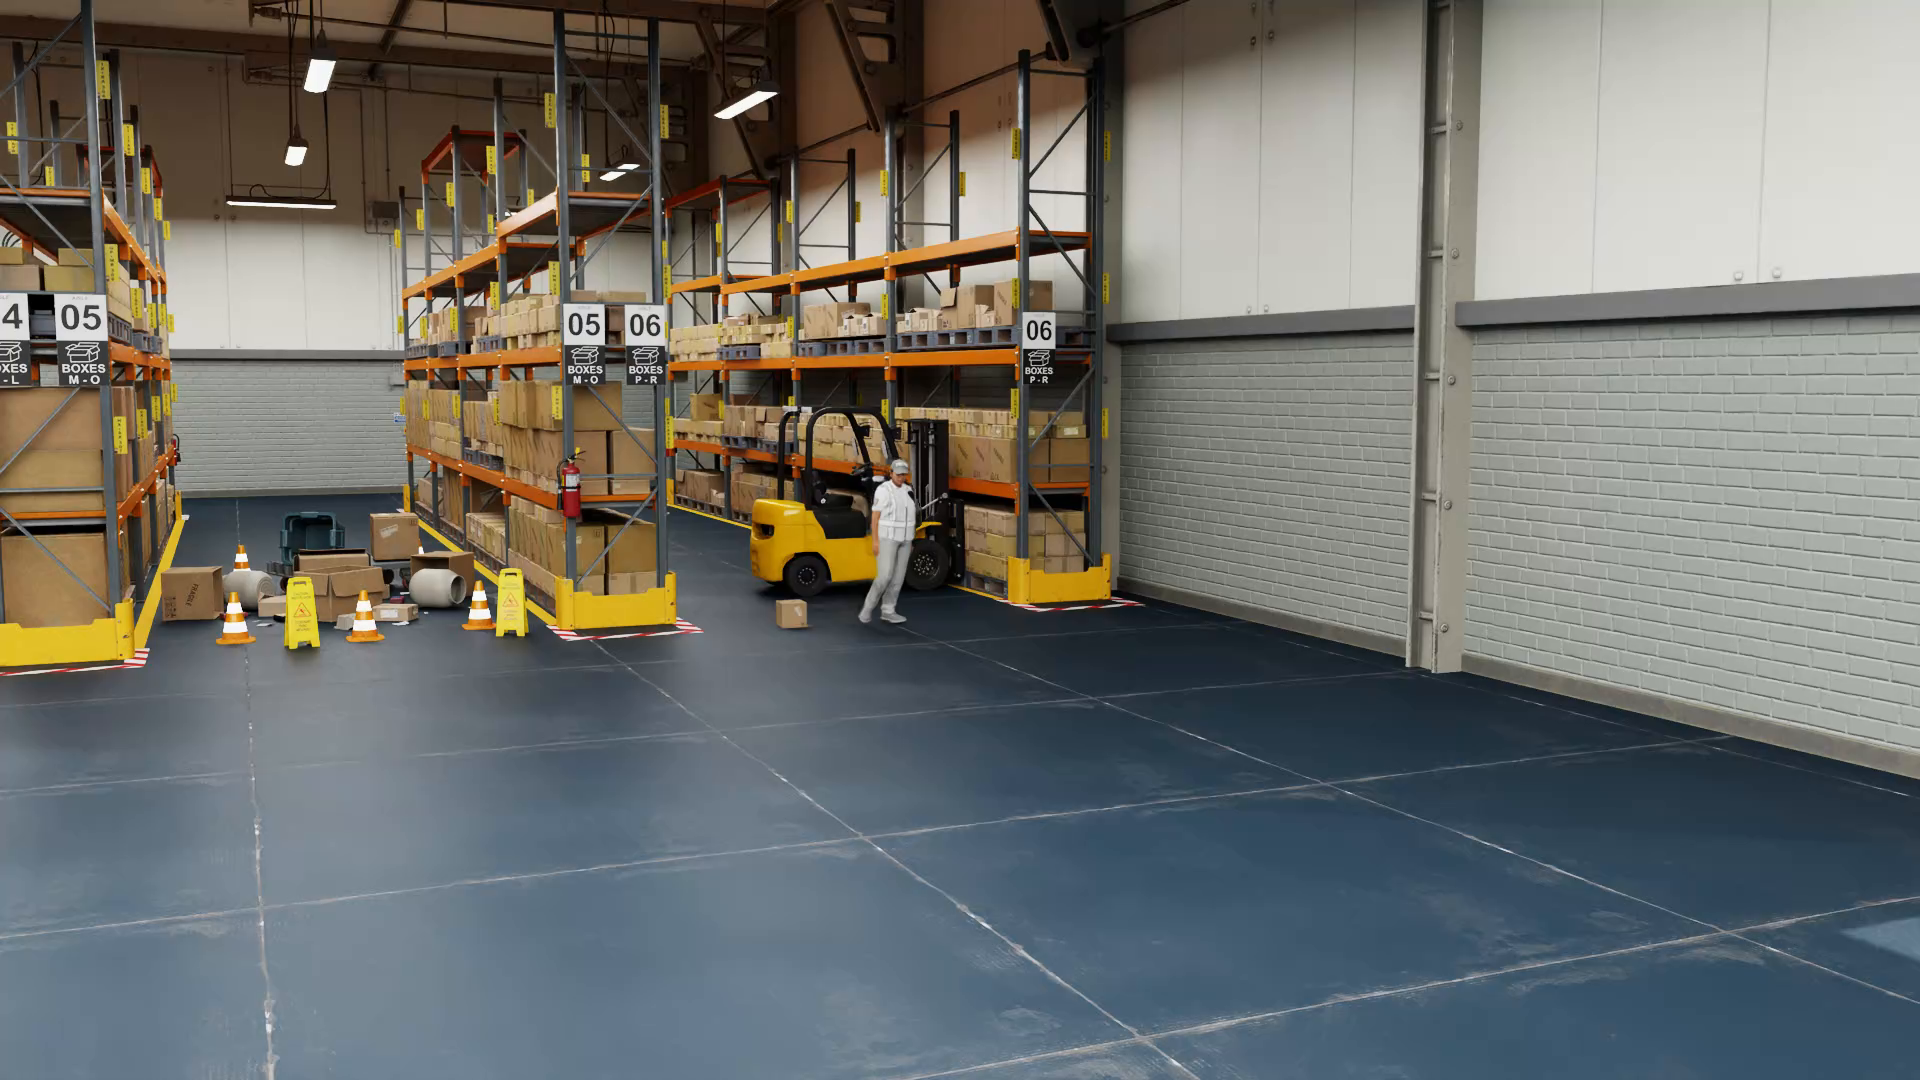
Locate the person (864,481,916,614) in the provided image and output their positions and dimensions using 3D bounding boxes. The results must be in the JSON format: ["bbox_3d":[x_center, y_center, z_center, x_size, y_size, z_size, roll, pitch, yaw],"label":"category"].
[{"bbox_3d":[-0.700,0.084,16.706,0.487,1.354,0.435,-5,8,-44],"label":"person"}]
